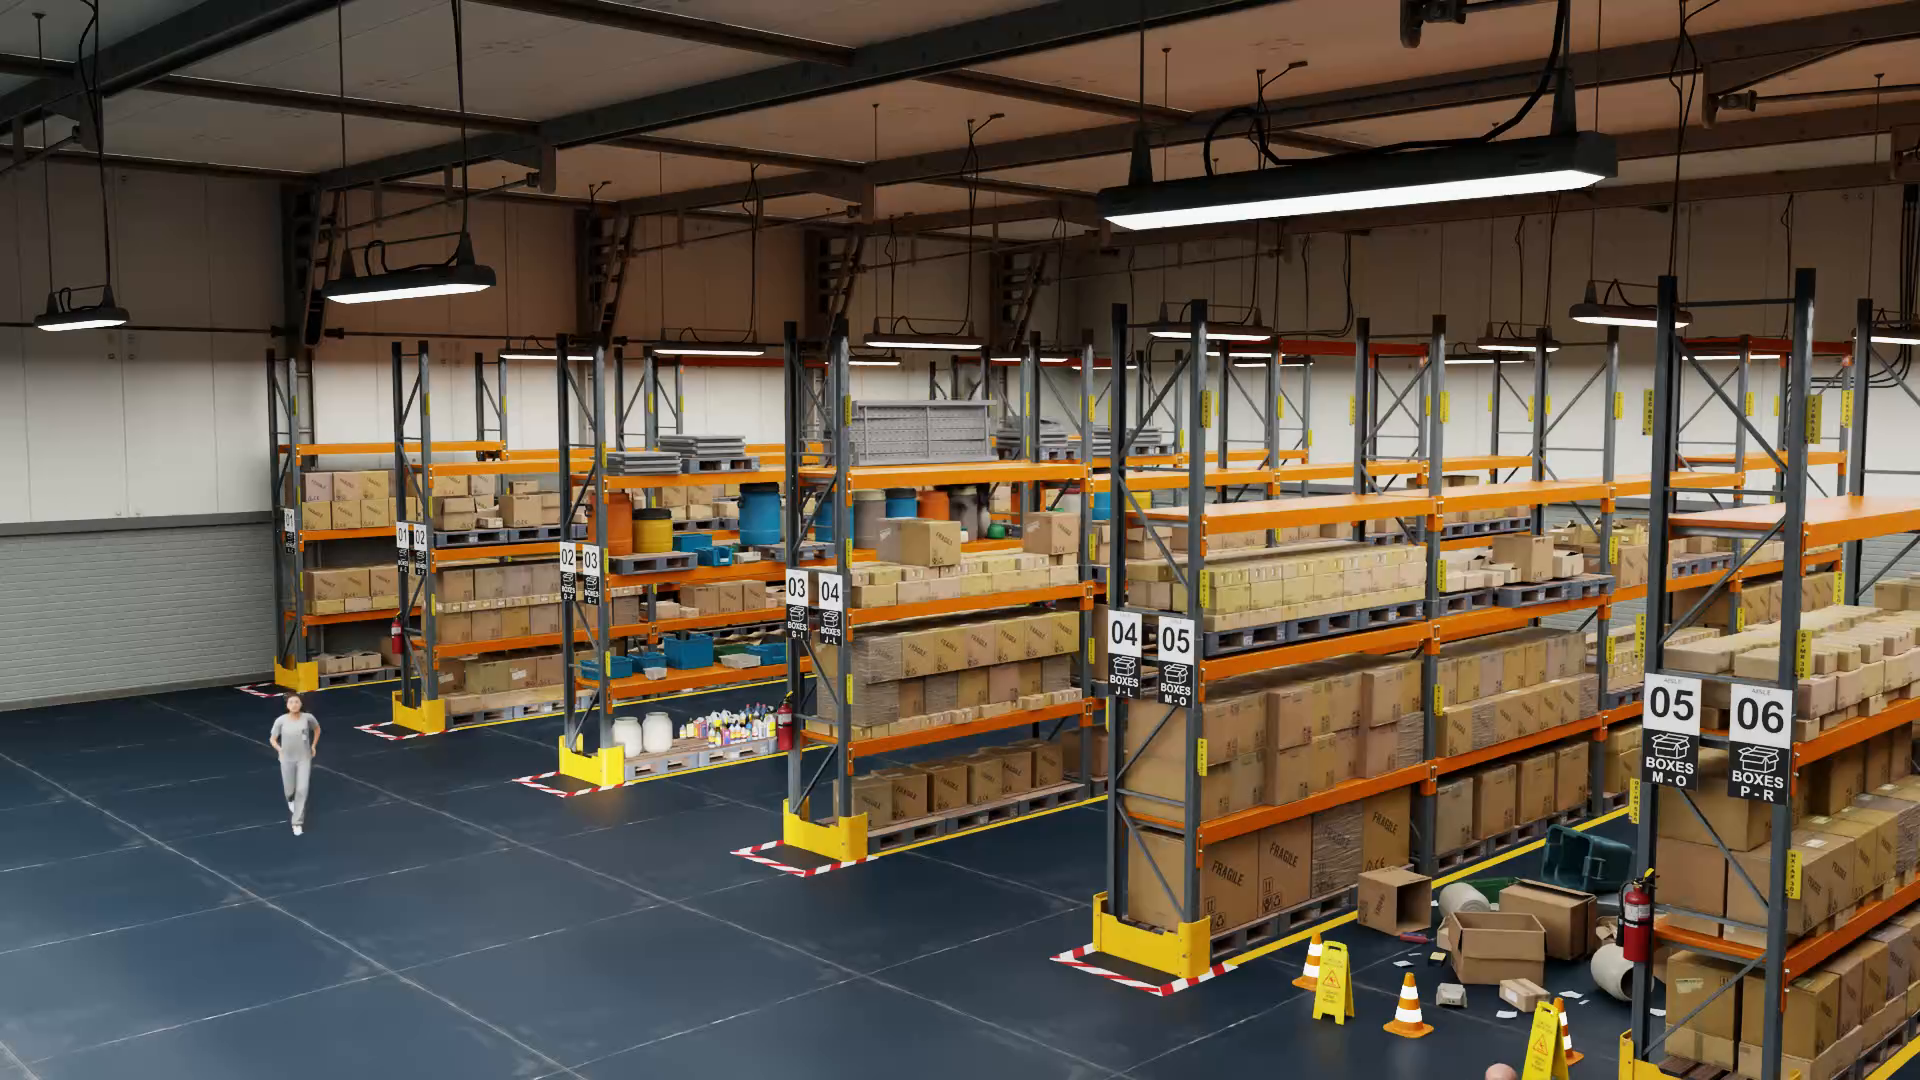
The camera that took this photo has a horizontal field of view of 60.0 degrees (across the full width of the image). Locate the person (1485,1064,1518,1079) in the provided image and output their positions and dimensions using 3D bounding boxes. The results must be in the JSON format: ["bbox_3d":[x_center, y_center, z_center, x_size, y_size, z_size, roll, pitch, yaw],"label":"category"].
[{"bbox_3d":[2.918,3.621,9.090,0.587,1.573,0.764,2,5,19],"label":"person"}]

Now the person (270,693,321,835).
[{"bbox_3d":[-7.952,2.643,19.926,0.576,1.667,0.797,-2,5,-24],"label":"person"}]
